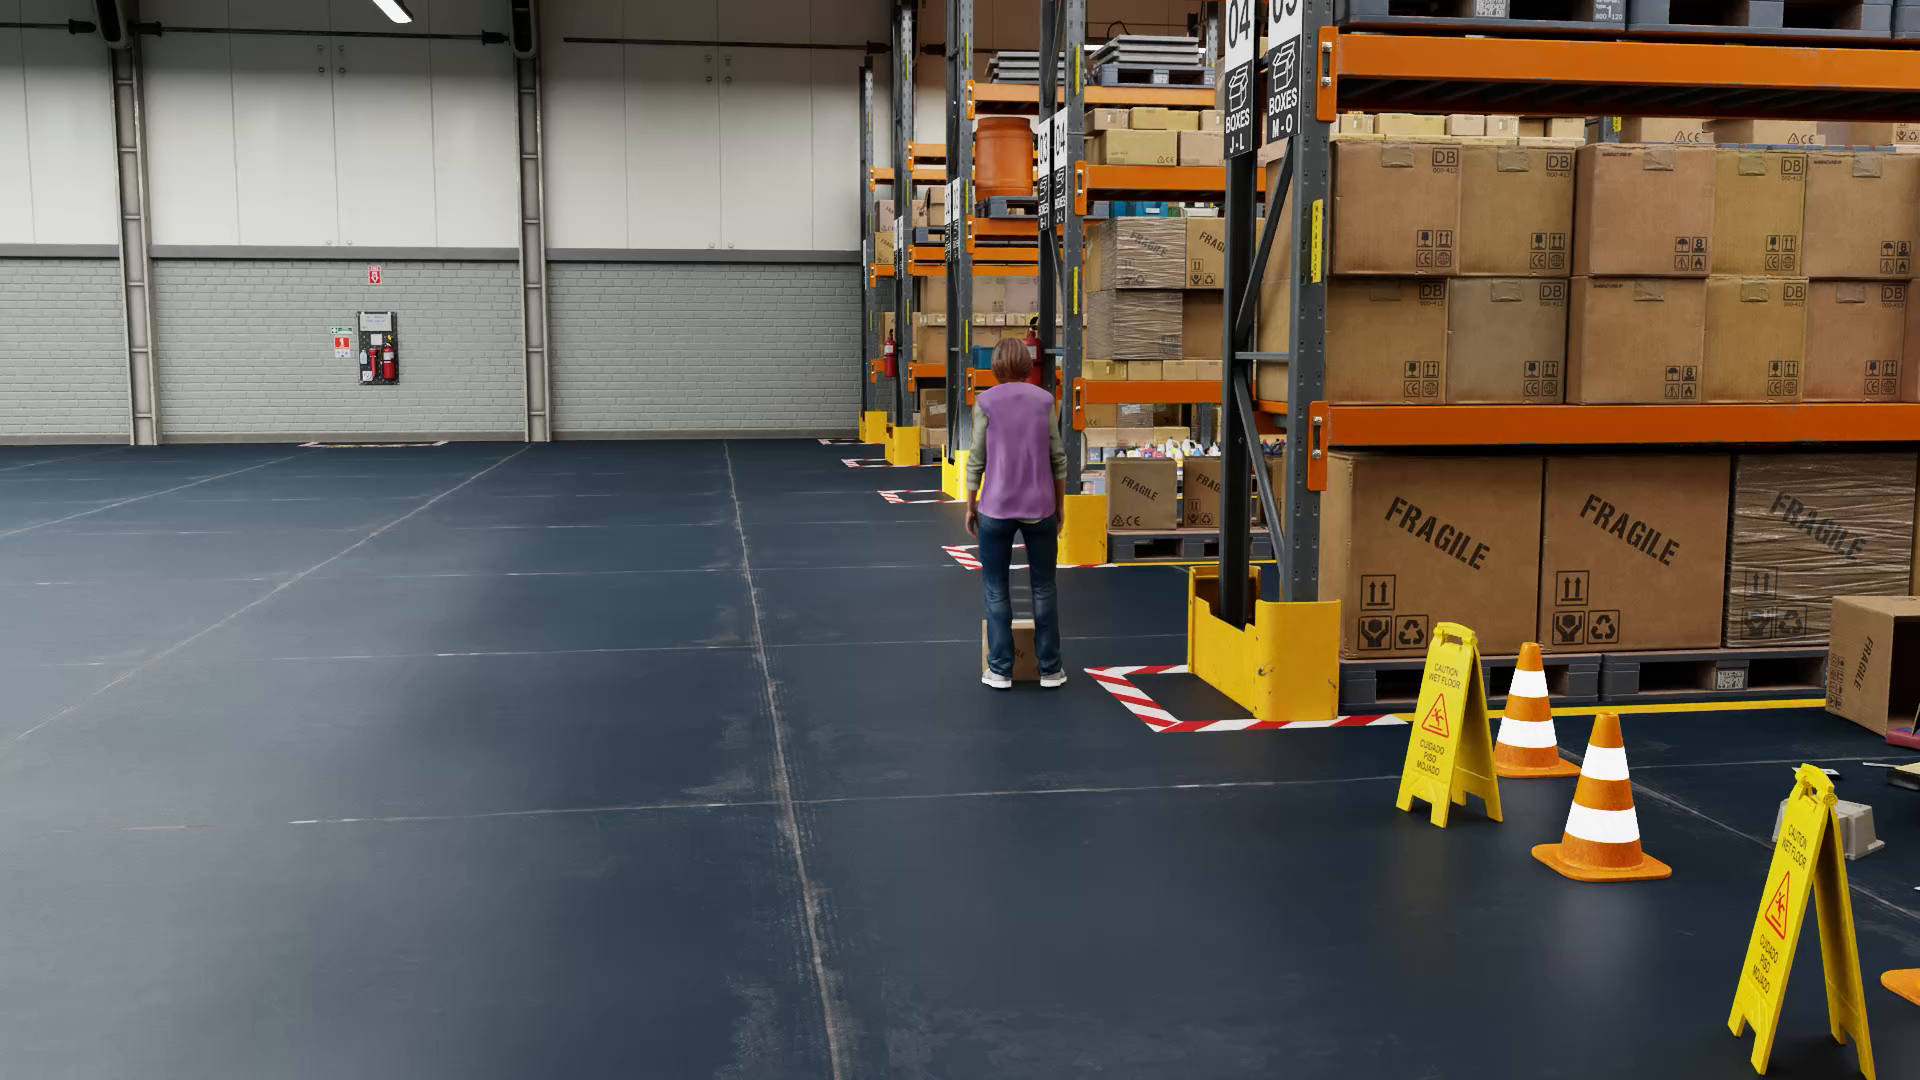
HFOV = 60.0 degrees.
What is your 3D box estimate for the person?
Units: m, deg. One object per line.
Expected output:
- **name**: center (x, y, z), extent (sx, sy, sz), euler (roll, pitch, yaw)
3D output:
- **person**: center (0.261, -0.119, 7.538), extent (0.484, 1.593, 0.344), euler (-1, 7, -7)
